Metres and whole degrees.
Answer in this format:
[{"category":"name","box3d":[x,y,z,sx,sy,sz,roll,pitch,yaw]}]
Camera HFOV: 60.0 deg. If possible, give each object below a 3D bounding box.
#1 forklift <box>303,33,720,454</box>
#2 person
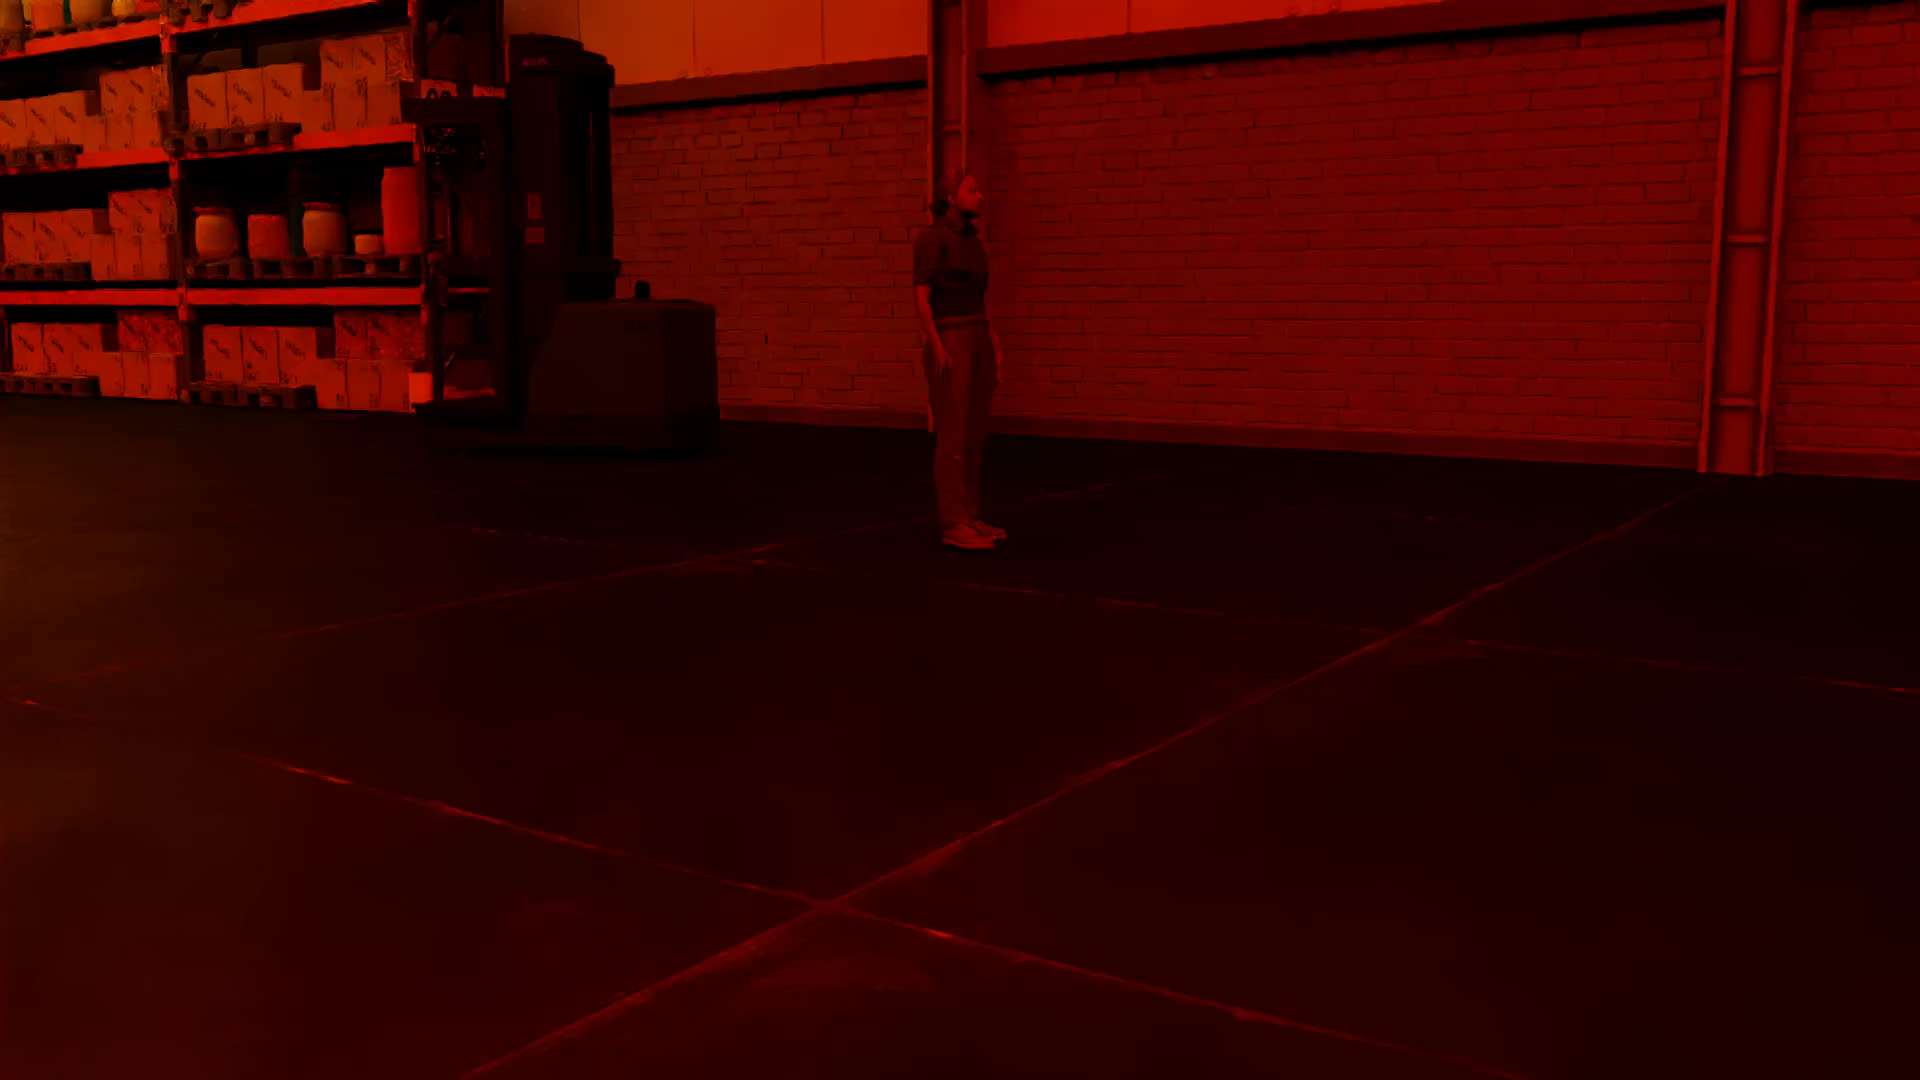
[{"category":"forklift","box3d":[-3.379,-2.142,12.253,3.031,2.935,1.130,2,8,14]},{"category":"person","box3d":[0.062,-0.817,7.422,0.503,1.654,0.570,5,10,34]}]
